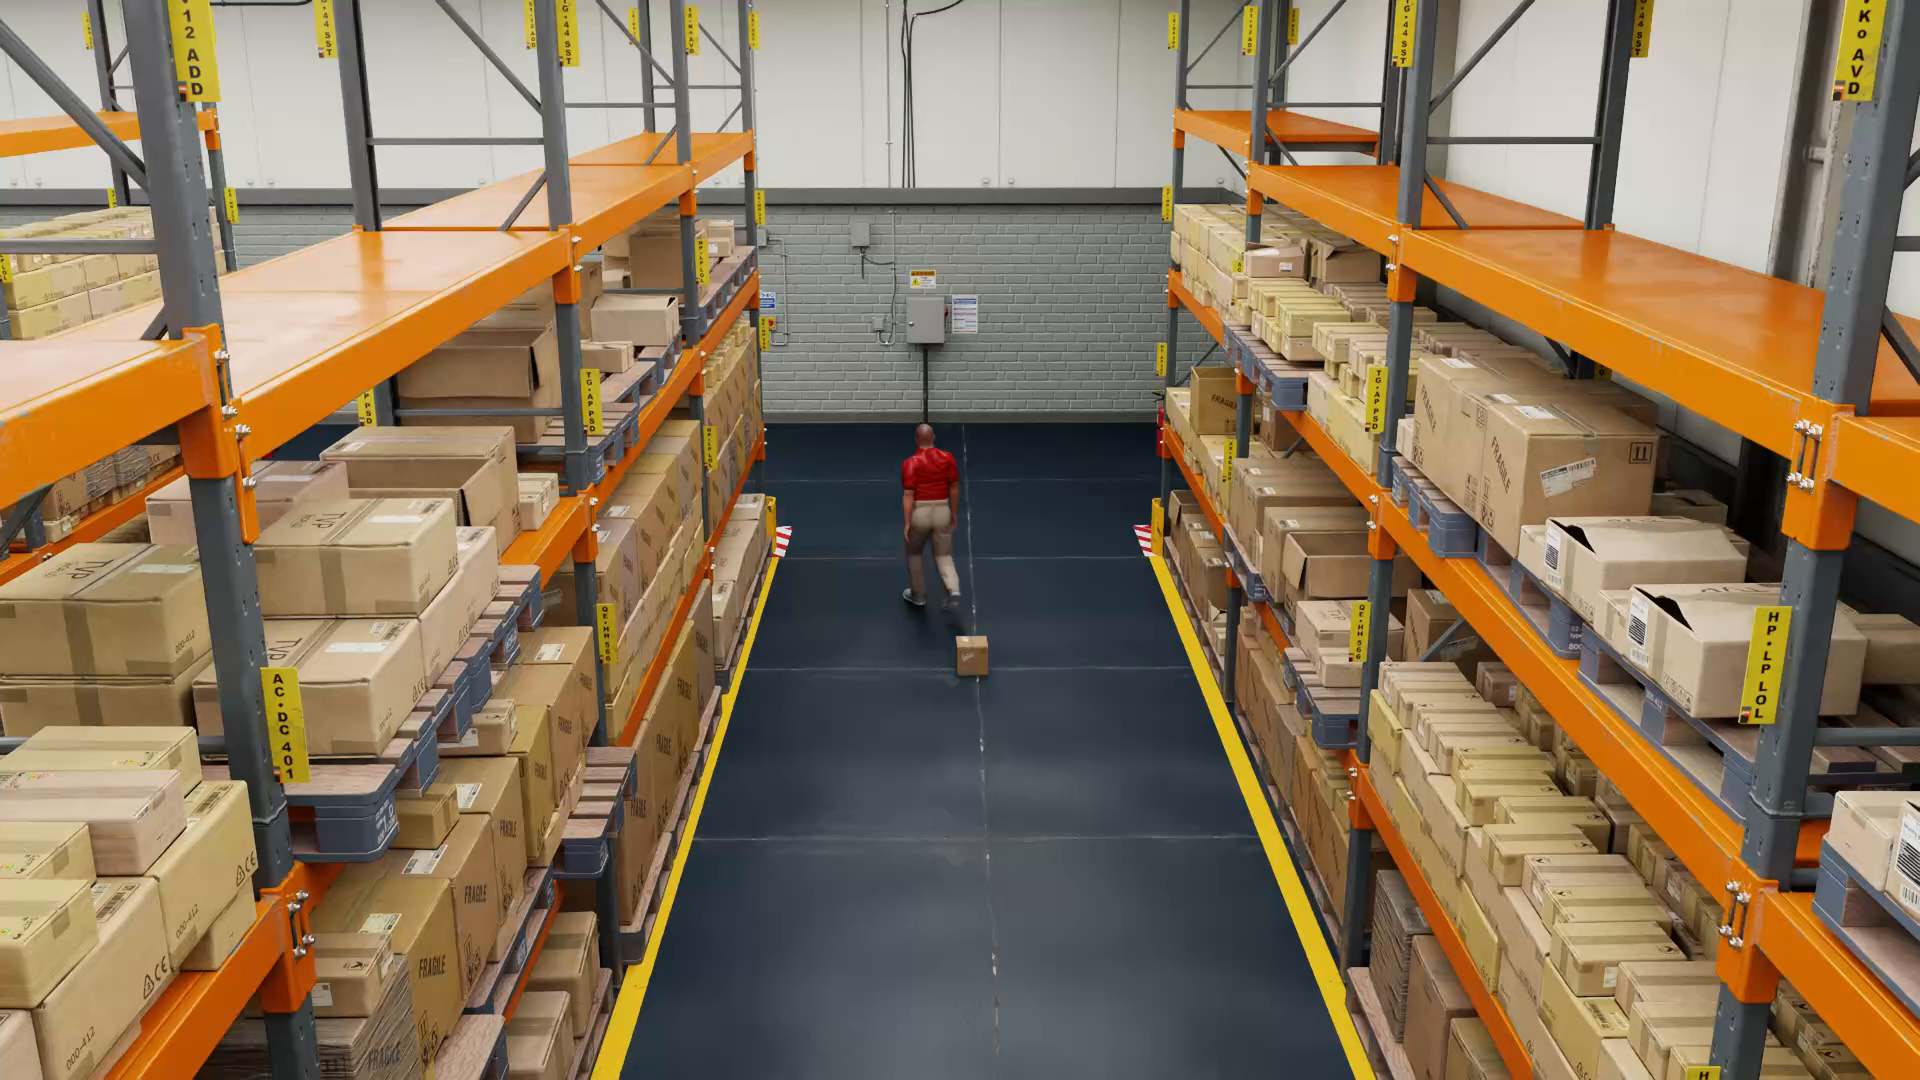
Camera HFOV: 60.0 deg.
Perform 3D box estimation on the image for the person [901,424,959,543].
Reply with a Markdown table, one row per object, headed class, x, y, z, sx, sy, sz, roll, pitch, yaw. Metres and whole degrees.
| class | x | y | z | sx | sy | sz | roll | pitch | yaw |
| --- | --- | --- | --- | --- | --- | --- | --- | --- | --- |
| person | -0.277 | -0.521 | 14.728 | 0.550 | 1.045 | 0.322 | -6 | 18 | -20 |
